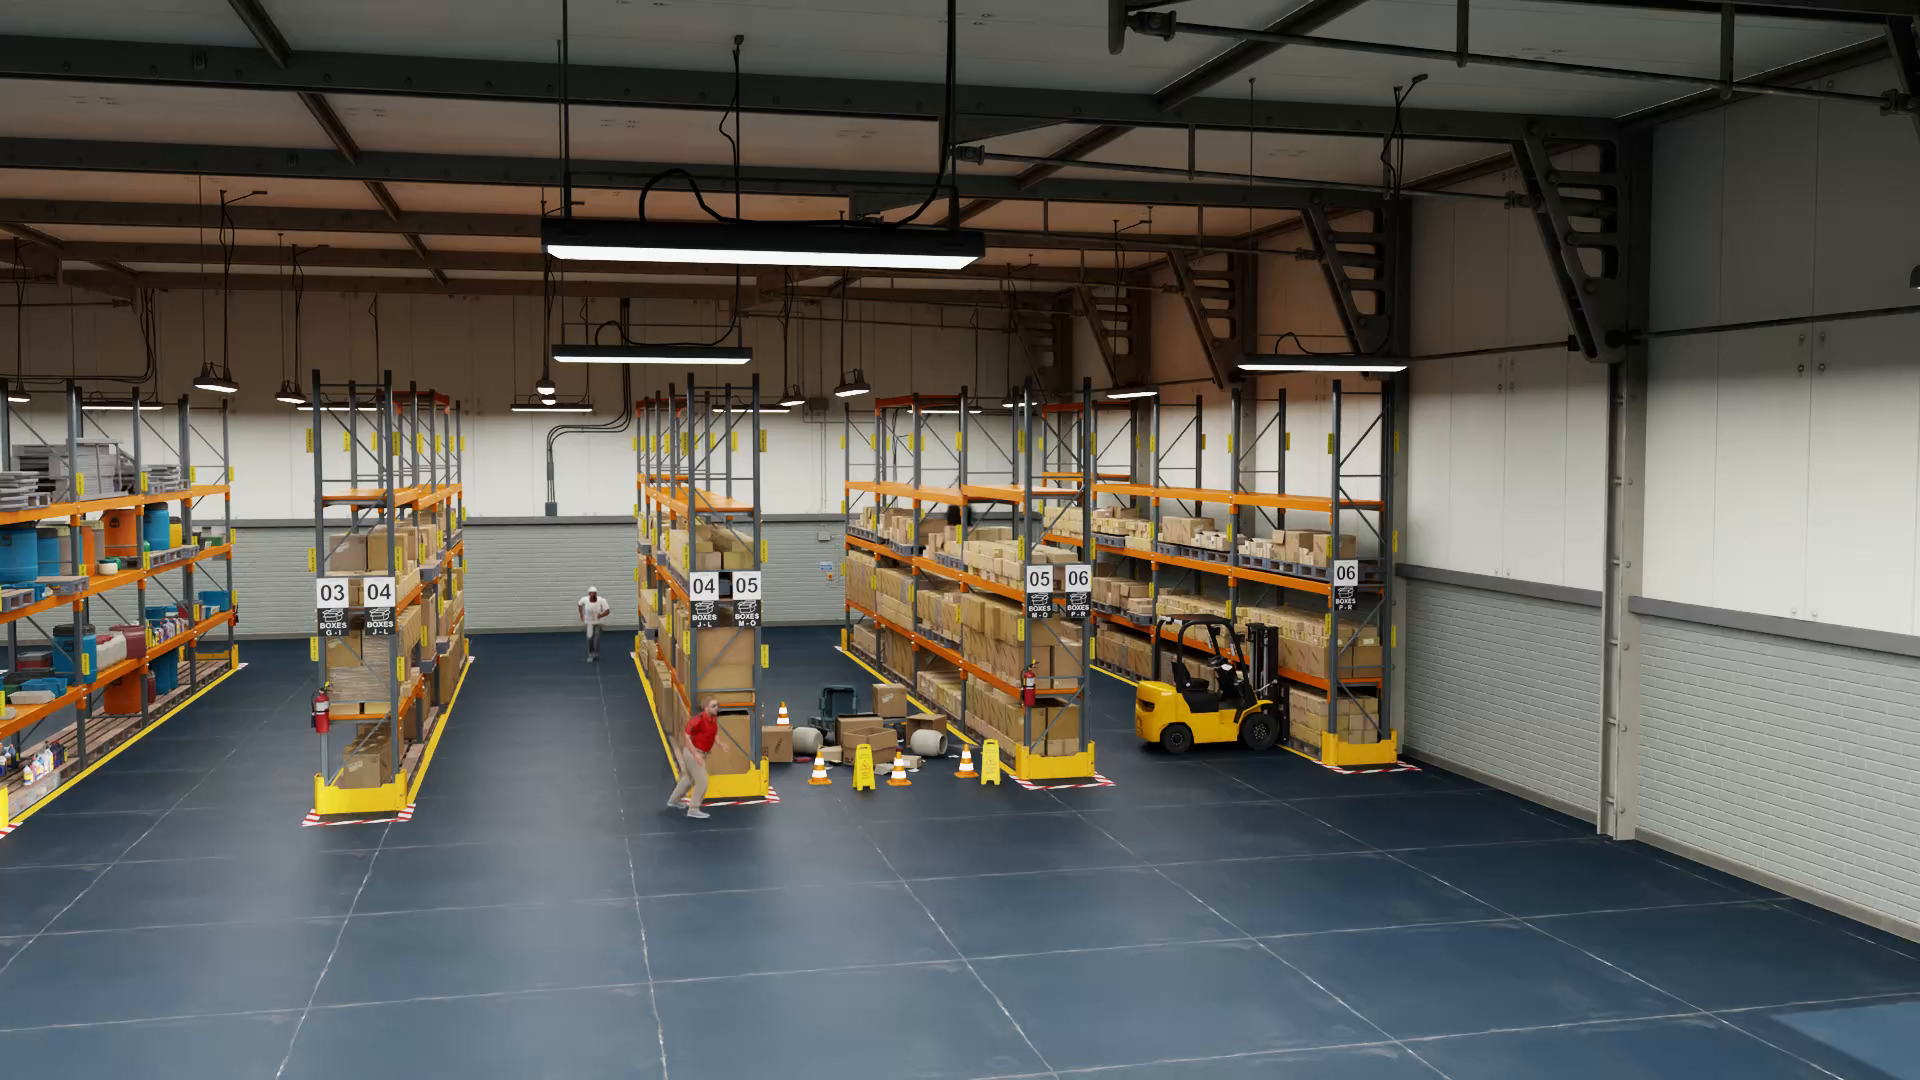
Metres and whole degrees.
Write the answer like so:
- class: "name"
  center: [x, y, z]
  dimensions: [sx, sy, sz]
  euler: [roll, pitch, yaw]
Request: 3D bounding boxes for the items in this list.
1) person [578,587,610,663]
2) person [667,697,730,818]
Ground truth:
- class: "person"
  center: [-8.428, 1.932, 38.311]
  dimensions: [0.721, 1.762, 0.888]
  euler: [-1, 3, -10]
- class: "person"
  center: [-3.551, 2.900, 22.337]
  dimensions: [0.912, 1.643, 0.709]
  euler: [1, 3, 10]
